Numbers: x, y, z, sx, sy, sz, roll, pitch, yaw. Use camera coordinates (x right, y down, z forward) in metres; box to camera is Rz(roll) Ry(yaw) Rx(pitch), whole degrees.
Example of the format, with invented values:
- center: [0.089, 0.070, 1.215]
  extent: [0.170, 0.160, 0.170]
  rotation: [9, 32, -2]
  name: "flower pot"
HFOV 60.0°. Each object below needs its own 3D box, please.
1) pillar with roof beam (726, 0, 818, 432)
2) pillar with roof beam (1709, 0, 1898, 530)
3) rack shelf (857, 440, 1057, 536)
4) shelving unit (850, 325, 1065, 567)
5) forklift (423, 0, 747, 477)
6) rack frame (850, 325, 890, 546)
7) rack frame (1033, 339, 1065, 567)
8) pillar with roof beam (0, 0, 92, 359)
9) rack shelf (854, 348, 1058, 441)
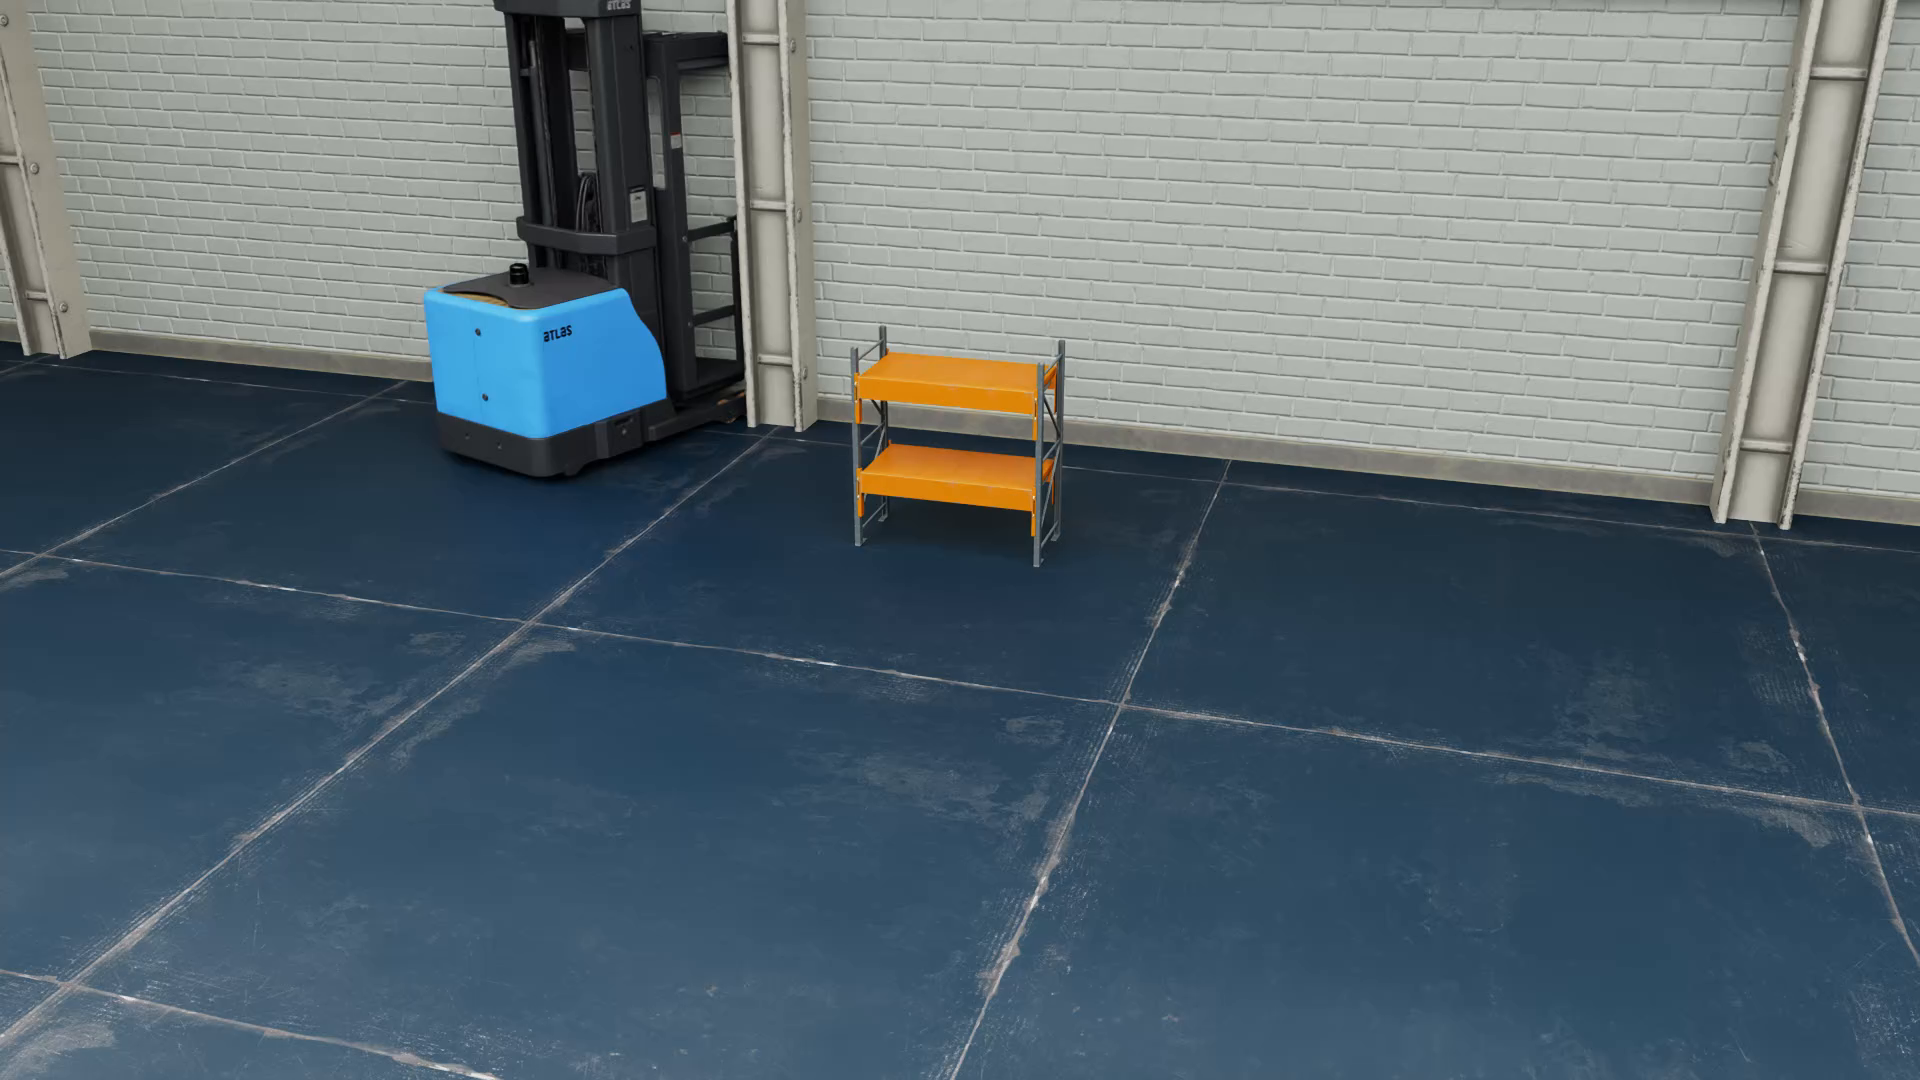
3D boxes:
- center: [-2.433, -3.393, 5.684]
  extent: [0.400, 9.000, 9.100]
  rotation: [7, 23, 16]
  name: "pillar with roof beam"
- center: [3.311, -2.735, 4.080]
  extent: [0.400, 9.000, 9.100]
  rotation: [7, 23, 16]
  name: "pillar with roof beam"
- center: [-0.006, -0.295, 9.151]
  extent: [1.000, 0.278, 0.538]
  rotation: [7, 23, 16]
  name: "rack shelf"
- center: [-0.006, -0.521, 9.058]
  extent: [1.048, 1.125, 0.538]
  rotation: [7, 23, 16]
  name: "shelving unit"
- center: [-2.024, -2.233, 10.851]
  extent: [1.130, 2.935, 3.031]
  rotation: [16, 27, 33]
  name: "forklift"
- center: [-0.493, -0.577, 9.194]
  extent: [0.032, 1.125, 0.500]
  rotation: [7, 23, 16]
  name: "rack frame"
- center: [0.480, -0.465, 8.922]
  extent: [0.032, 1.125, 0.500]
  rotation: [7, 23, 16]
  name: "rack frame"
- center: [-8.177, -4.050, 7.287]
  extent: [0.400, 9.000, 9.100]
  rotation: [7, 23, 16]
  name: "pillar with roof beam"
- center: [-0.006, -0.792, 8.947]
  extent: [1.000, 0.278, 0.538]
  rotation: [7, 23, 16]
  name: "rack shelf"
